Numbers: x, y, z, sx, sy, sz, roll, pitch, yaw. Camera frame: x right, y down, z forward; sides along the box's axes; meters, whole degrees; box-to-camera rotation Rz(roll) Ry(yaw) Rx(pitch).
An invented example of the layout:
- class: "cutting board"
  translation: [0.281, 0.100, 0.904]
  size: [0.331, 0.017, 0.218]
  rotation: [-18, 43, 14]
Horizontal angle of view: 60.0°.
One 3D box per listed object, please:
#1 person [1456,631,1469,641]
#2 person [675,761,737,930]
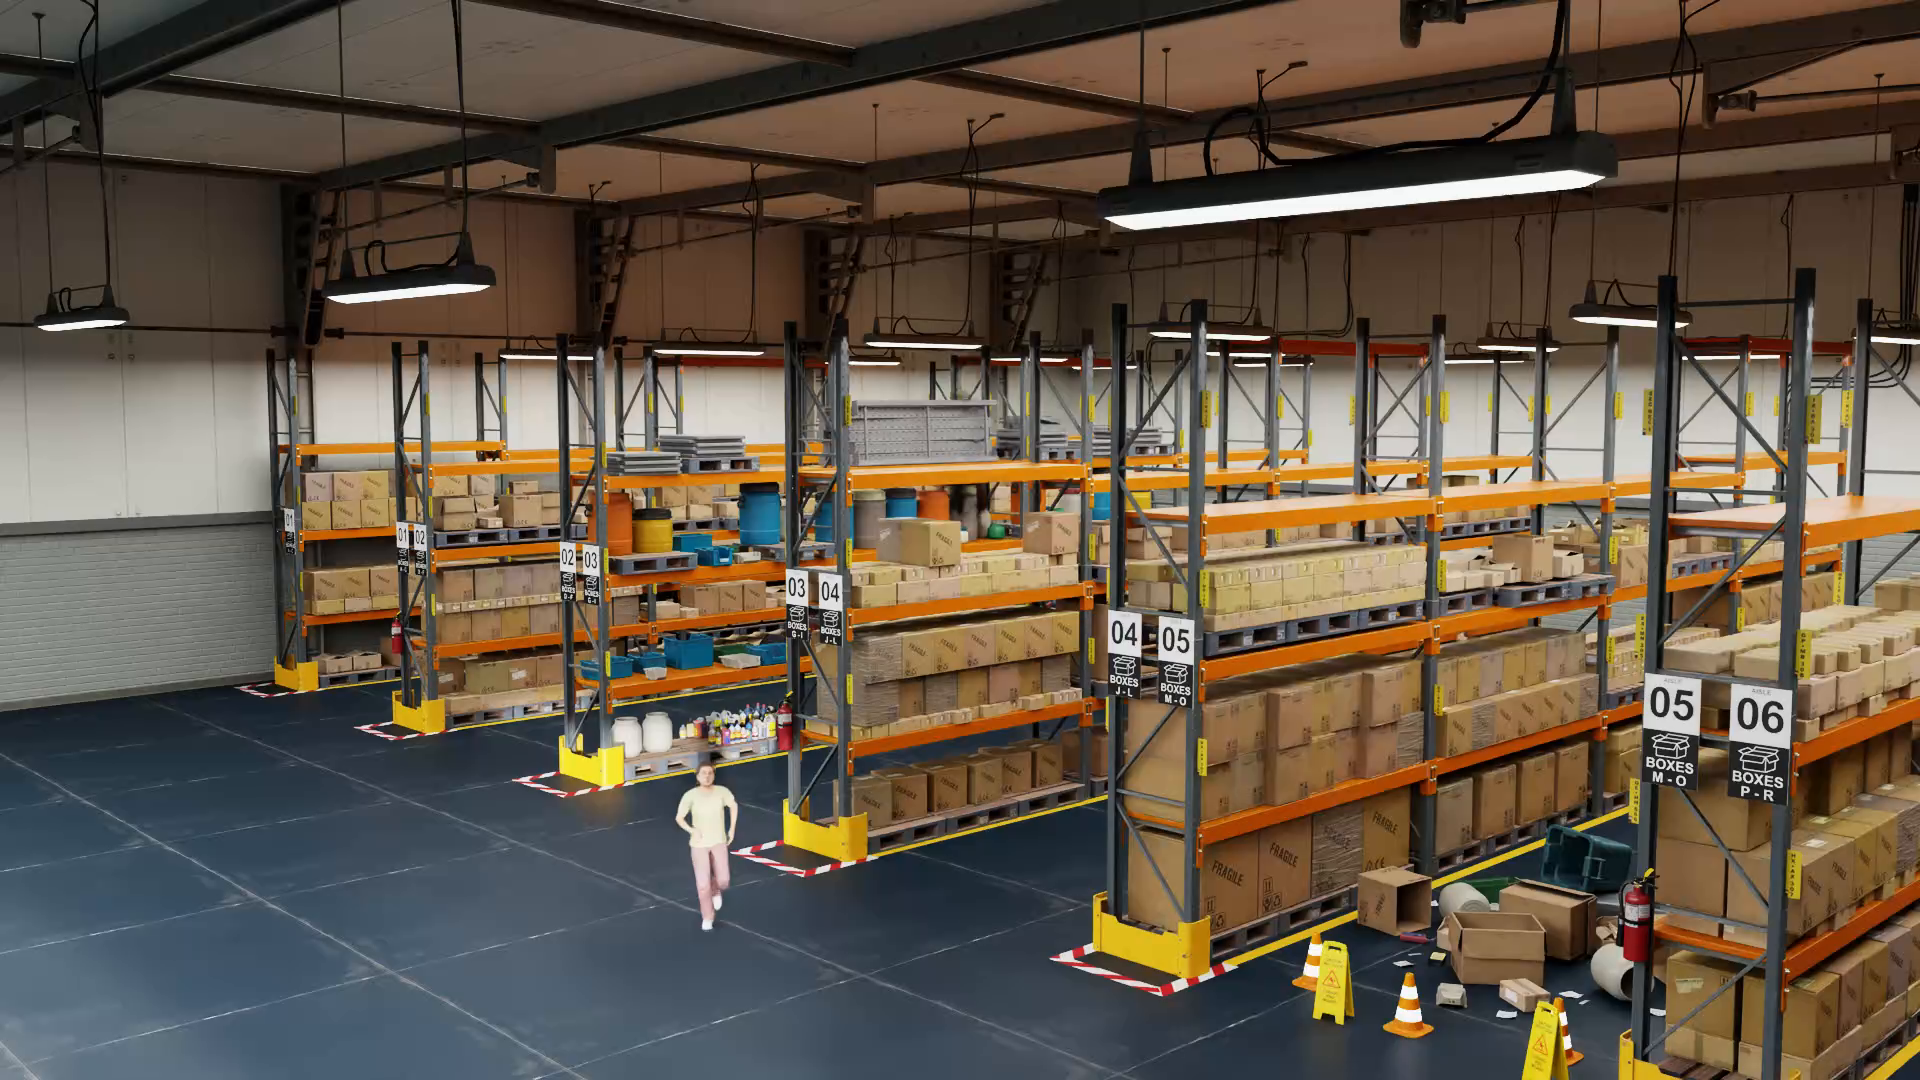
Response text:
- class: "person"
  translation: [7.573, 2.168, 25.165]
  size: [0.541, 1.626, 0.539]
  rotation: [-5, 7, -44]
- class: "person"
  translation: [-2.446, 2.957, 16.151]
  size: [0.617, 1.636, 0.560]
  rotation: [-2, 5, -17]
